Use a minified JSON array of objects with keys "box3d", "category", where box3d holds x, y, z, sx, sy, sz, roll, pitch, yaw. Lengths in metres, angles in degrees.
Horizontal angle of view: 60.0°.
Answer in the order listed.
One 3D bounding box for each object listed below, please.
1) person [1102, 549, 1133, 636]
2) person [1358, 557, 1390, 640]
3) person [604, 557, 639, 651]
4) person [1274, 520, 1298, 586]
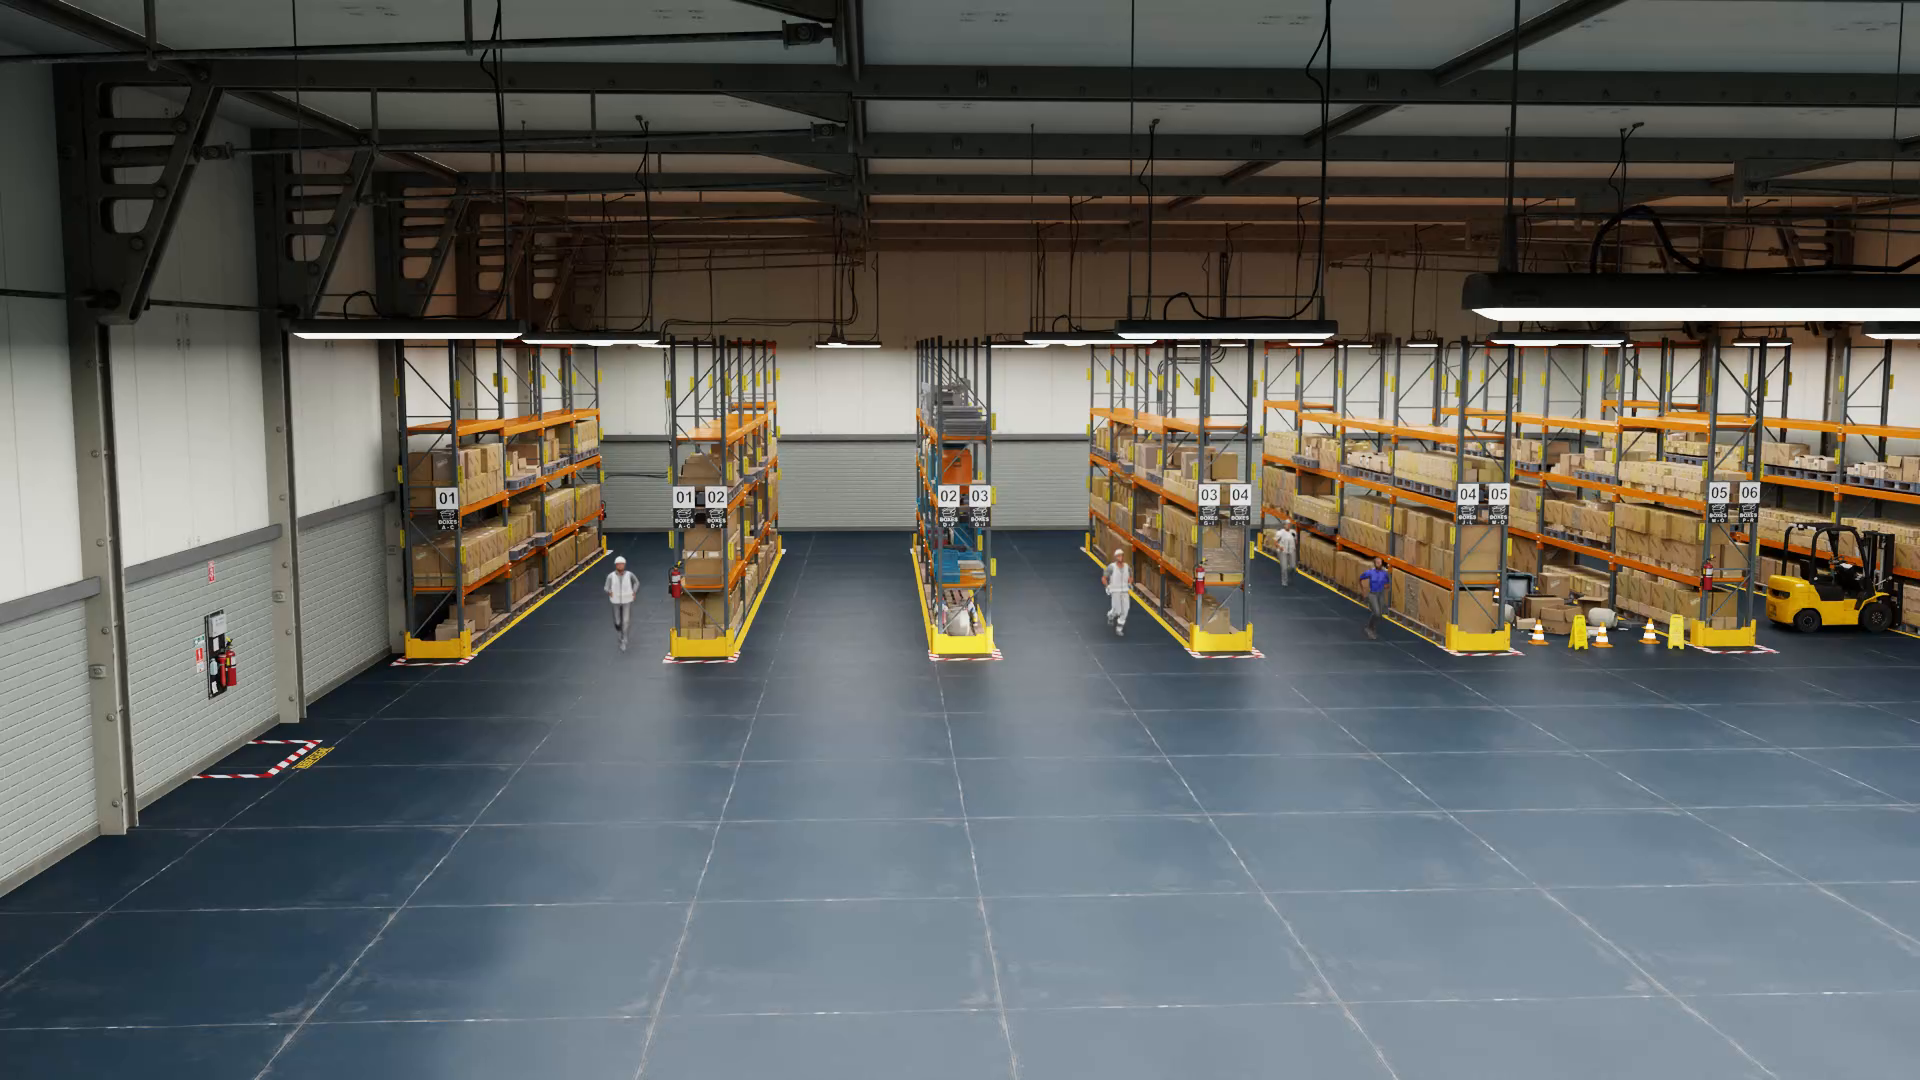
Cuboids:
[{"box3d":[3.211,1.054,33.599,0.657,1.742,0.605,-2,7,-16],"category":"person"},{"box3d":[8.265,1.168,32.977,0.561,1.626,0.622,-2,7,-15],"category":"person"},{"box3d":[-6.542,1.203,32.163,0.661,1.777,0.922,-1,7,-8],"category":"person"},{"box3d":[7.962,0.310,40.573,0.621,1.629,0.548,-1,7,-5],"category":"person"}]
